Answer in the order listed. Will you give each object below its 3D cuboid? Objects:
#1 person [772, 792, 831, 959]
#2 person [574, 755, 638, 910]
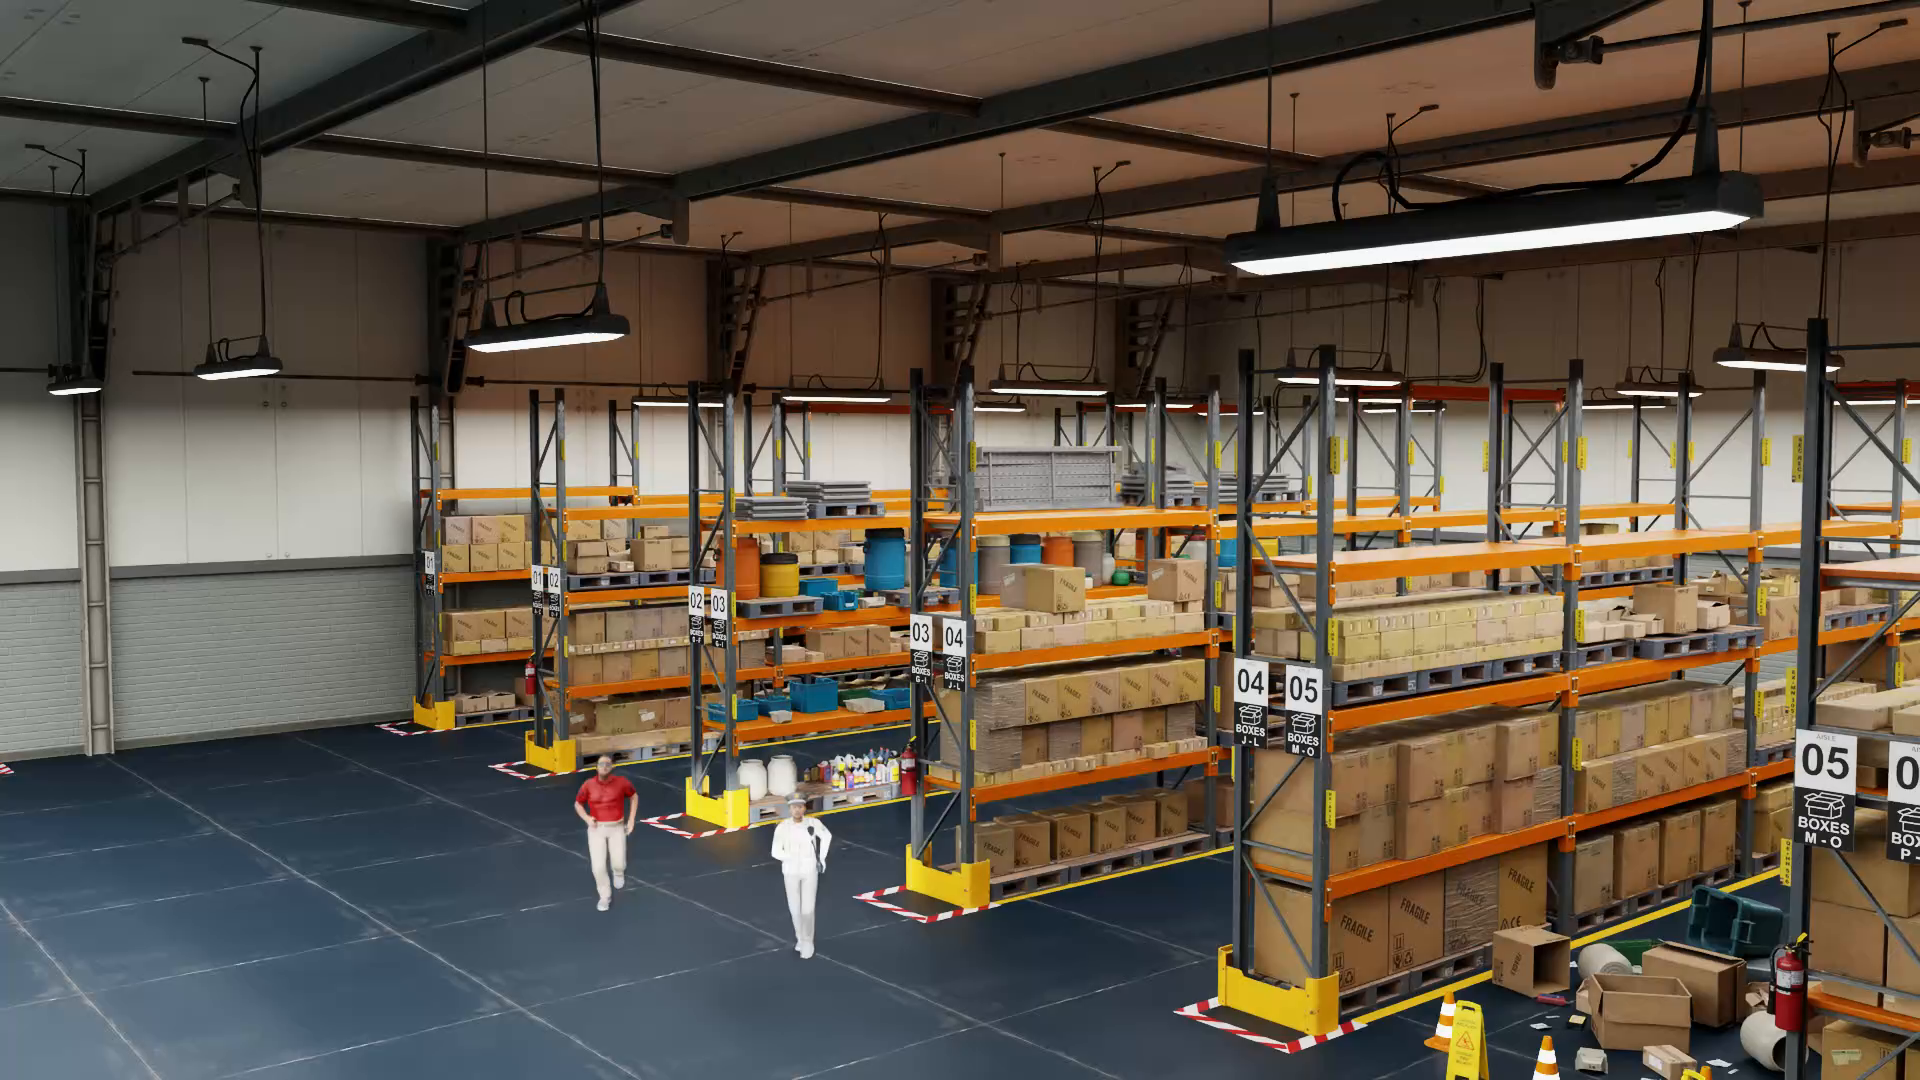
[{"bbox_3d":[-1.592,3.340,16.617,0.561,1.673,0.670,0,3,2],"label":"person"},{"bbox_3d":[-3.938,3.240,18.533,0.697,1.693,0.601,-1,3,-13],"label":"person"}]
